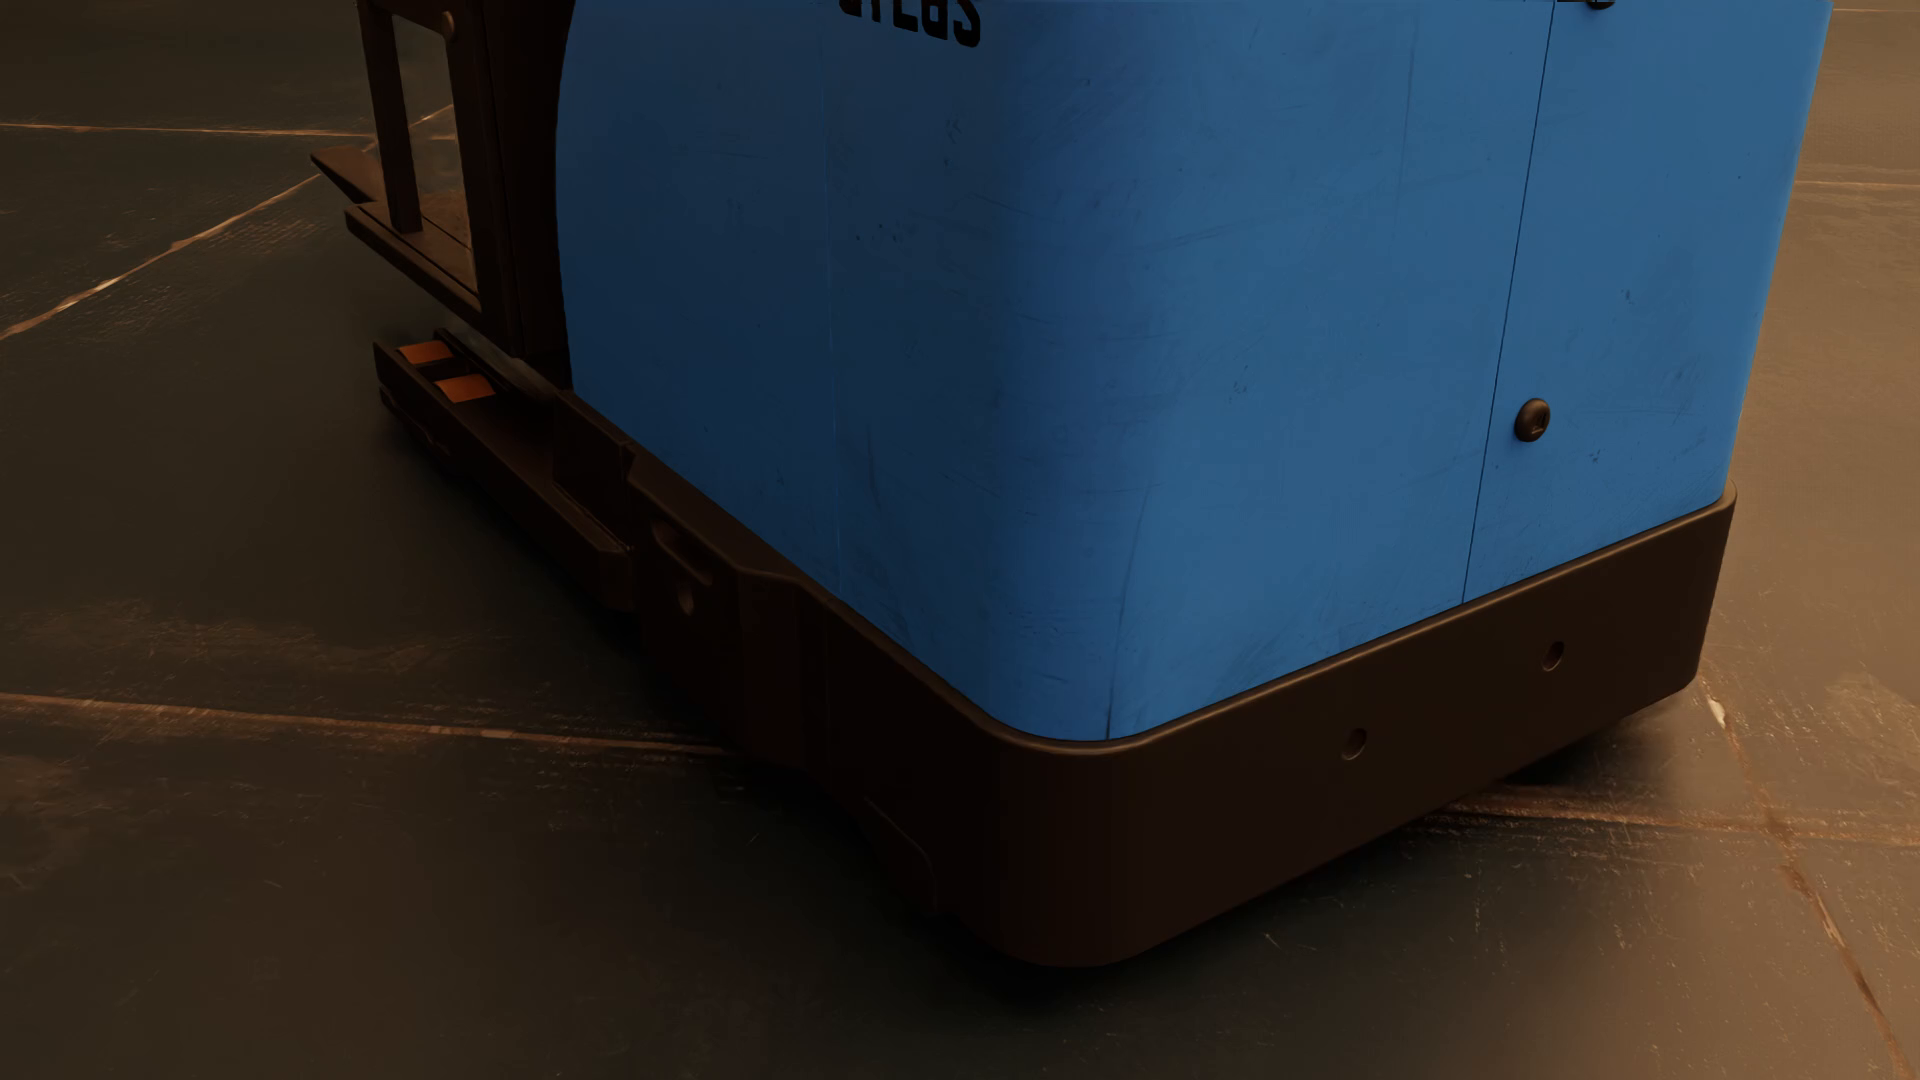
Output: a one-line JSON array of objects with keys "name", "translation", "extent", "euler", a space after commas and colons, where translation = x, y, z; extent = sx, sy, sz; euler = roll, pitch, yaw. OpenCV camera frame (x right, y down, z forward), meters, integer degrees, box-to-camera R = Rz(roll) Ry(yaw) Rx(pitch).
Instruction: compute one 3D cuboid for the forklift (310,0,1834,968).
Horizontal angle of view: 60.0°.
[{"name": "forklift", "translation": [-0.341, -1.521, 2.266], "extent": [1.130, 2.935, 3.031], "euler": [-17, 31, -30]}]
